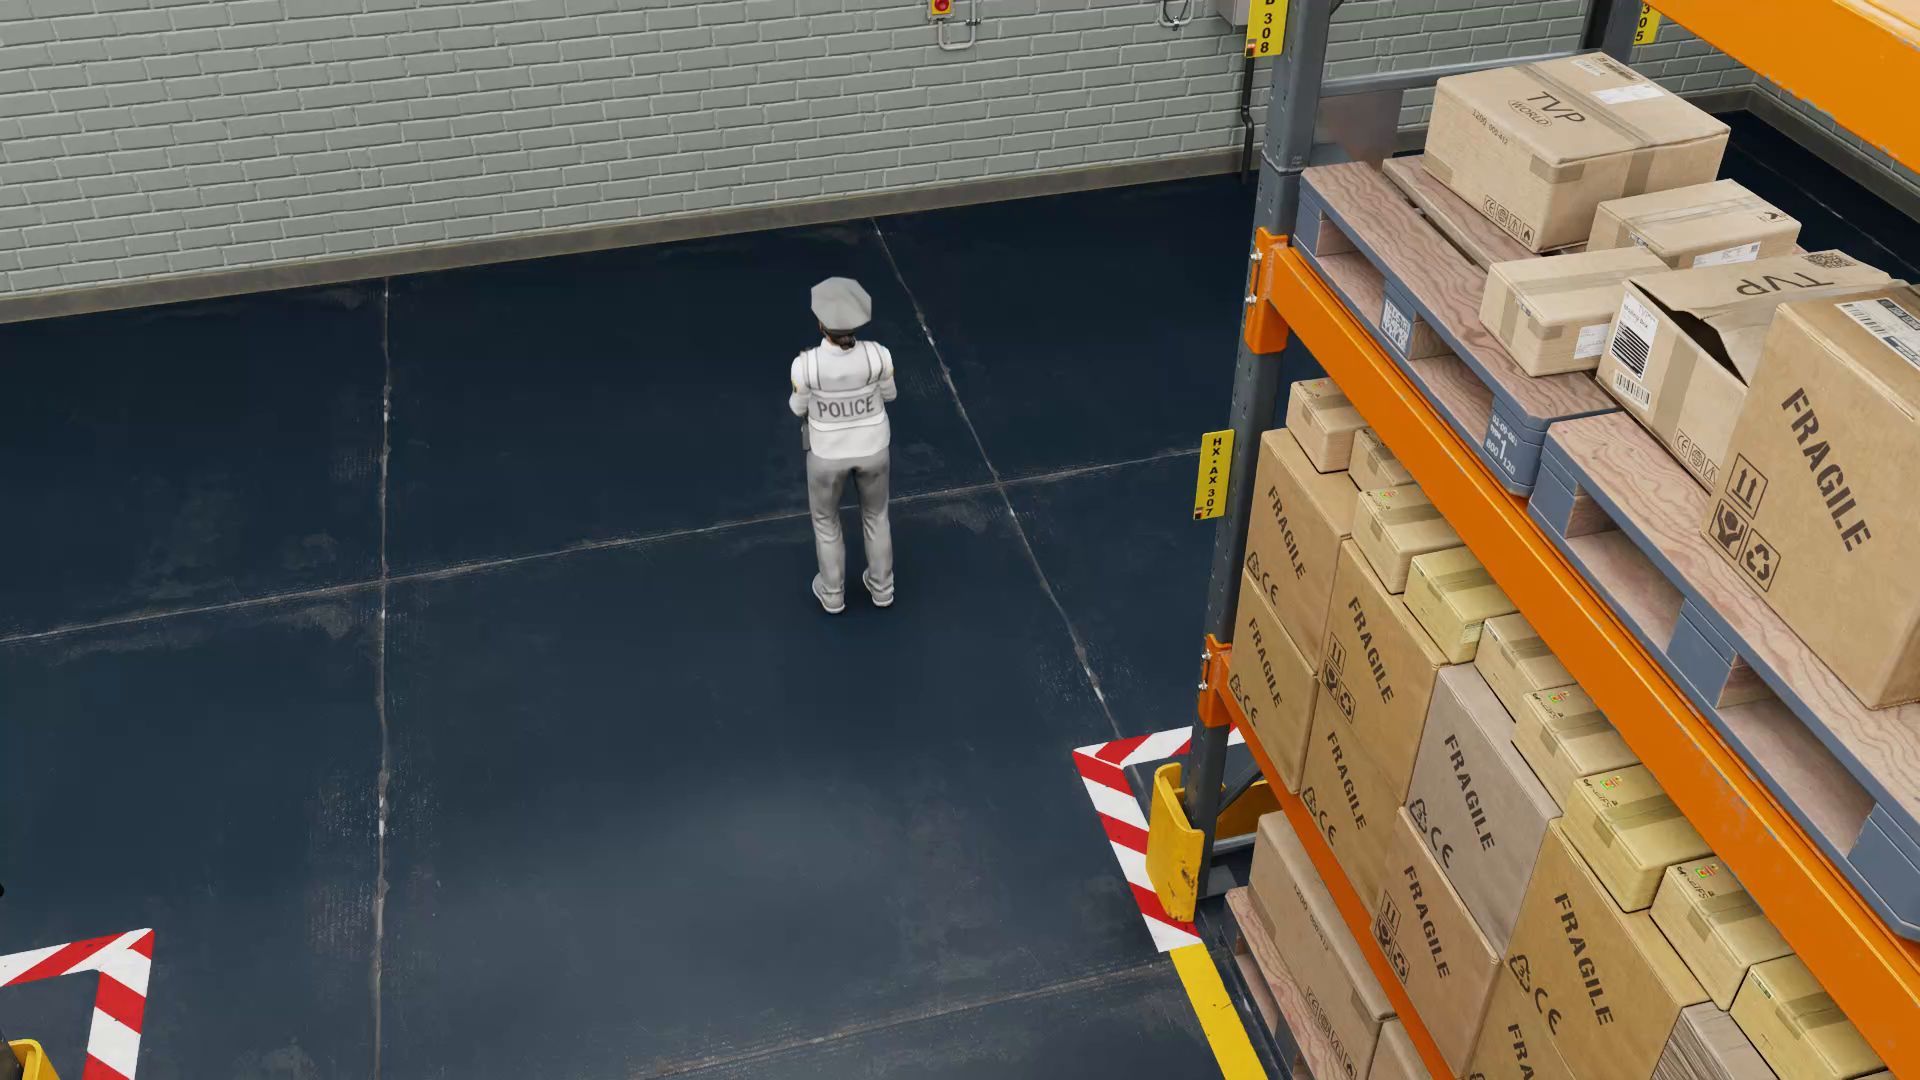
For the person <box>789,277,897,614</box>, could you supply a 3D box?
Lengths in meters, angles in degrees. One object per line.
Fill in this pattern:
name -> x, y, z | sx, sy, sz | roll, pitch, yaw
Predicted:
person -> -0.501, -0.435, 7.244 | 0.459, 1.686, 0.549 | -9, 39, -11
